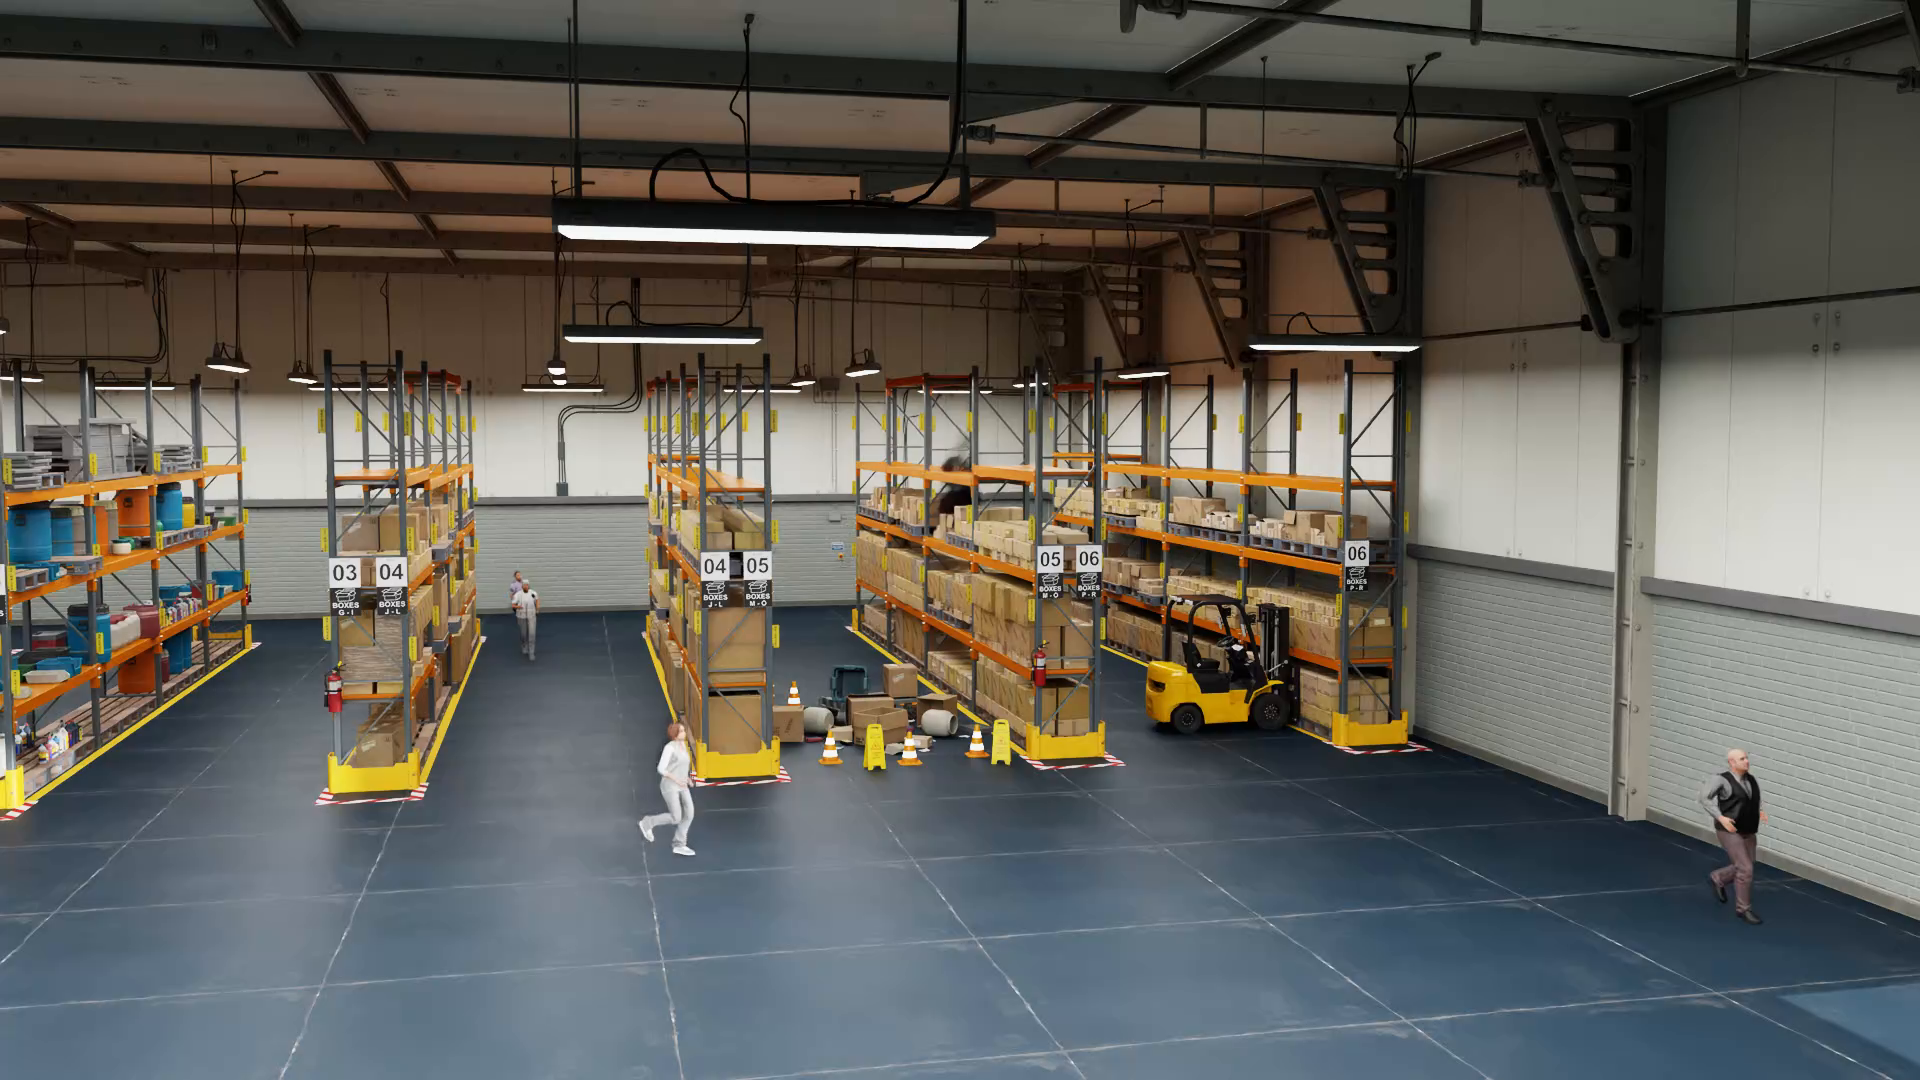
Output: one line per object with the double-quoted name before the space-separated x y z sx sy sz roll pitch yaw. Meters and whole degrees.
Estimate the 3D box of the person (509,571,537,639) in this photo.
"person" -10.158 1.518 38.649 0.666 1.626 0.592 -3 5 -41

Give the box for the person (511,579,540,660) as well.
"person" -9.293 1.682 35.594 0.603 1.686 0.908 -1 4 -14

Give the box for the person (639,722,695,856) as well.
"person" -3.389 2.883 19.370 0.694 1.561 0.524 1 4 20

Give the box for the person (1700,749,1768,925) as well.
"person" 7.865 2.973 16.907 0.669 1.716 0.767 -2 4 -23
